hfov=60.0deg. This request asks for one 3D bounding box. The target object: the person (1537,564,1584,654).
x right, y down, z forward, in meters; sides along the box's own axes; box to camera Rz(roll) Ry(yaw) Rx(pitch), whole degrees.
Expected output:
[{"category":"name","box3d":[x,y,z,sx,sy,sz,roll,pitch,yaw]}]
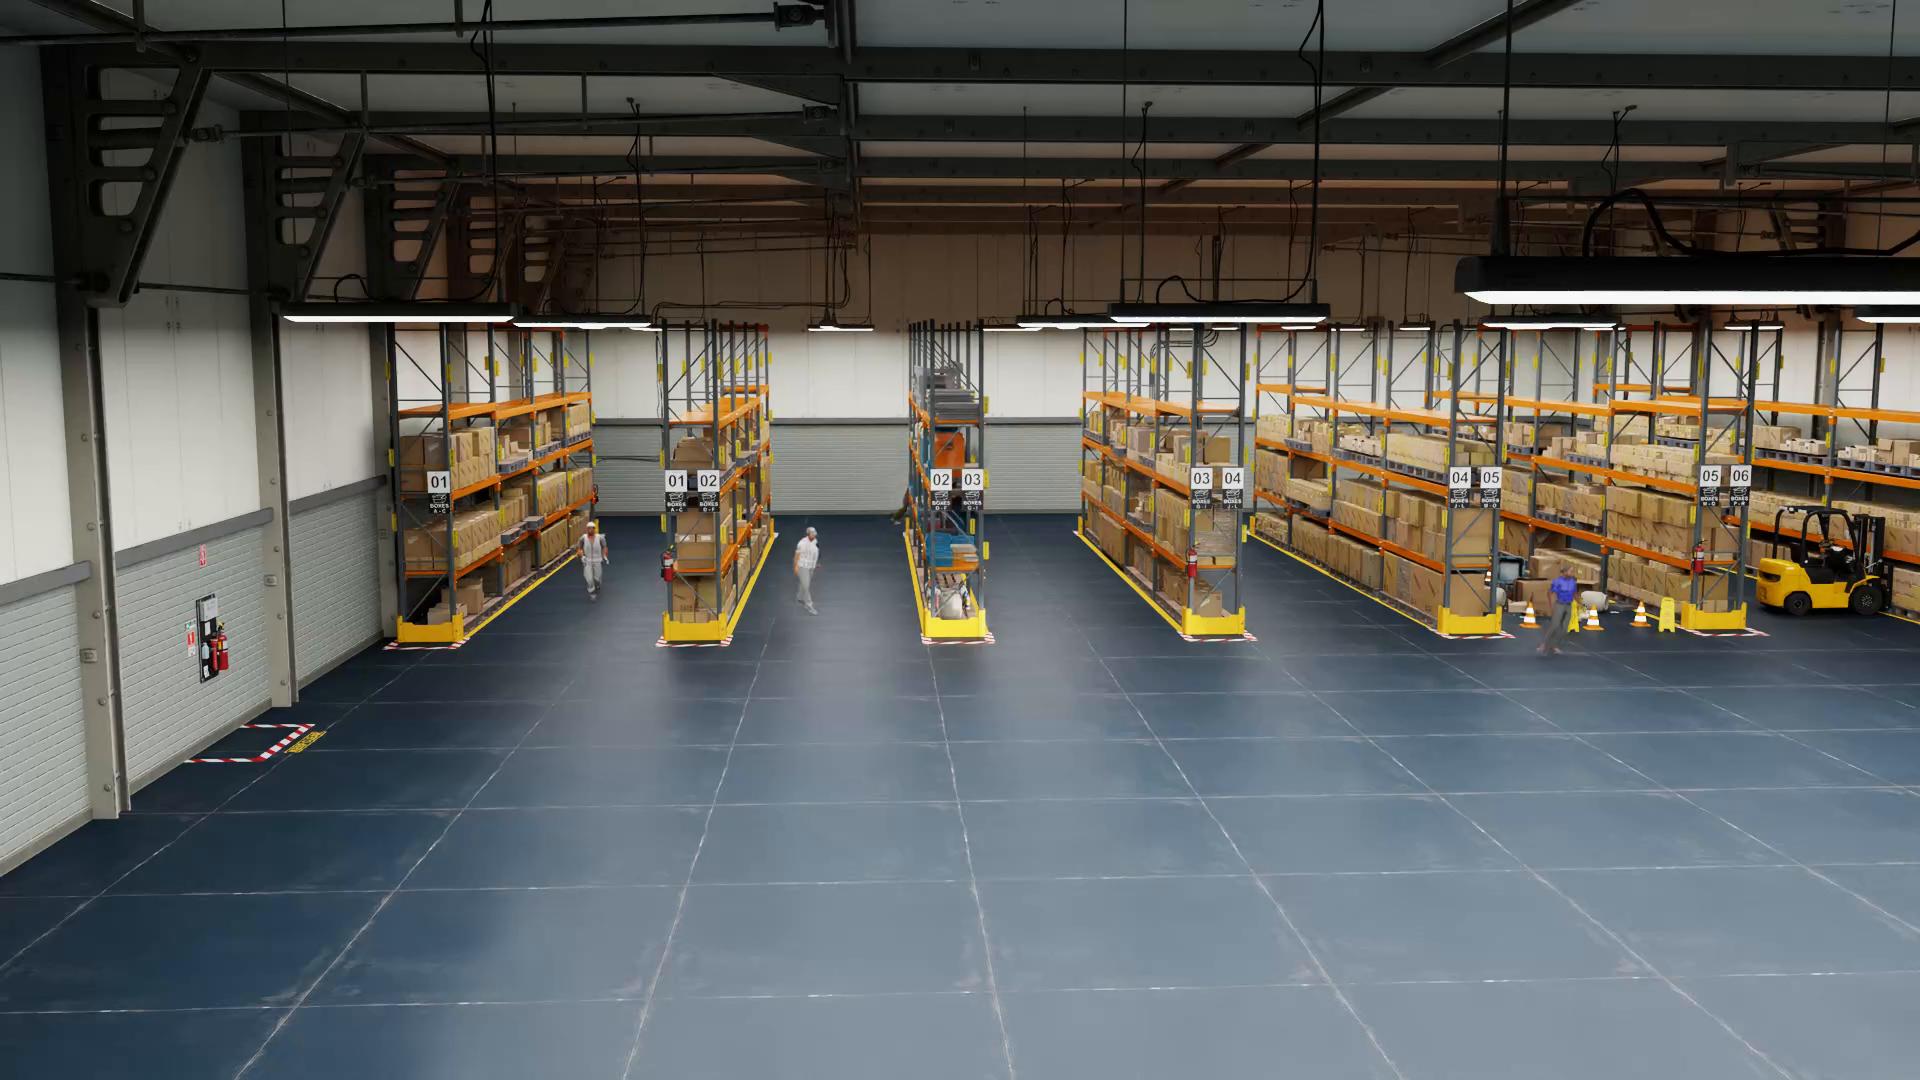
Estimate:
[{"category":"person","box3d":[10.761,1.255,29.791,0.704,1.655,0.594,-3,8,-22]}]

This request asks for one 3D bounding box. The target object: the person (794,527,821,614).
[{"category":"person","box3d":[-3.063,0.592,32.980,0.709,1.735,0.582,4,8,31]}]

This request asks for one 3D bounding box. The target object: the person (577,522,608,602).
[{"category":"person","box3d":[-7.881,0.465,35.688,0.659,1.729,0.644,-1,7,-10]}]

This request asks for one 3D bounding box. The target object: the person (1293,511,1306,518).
[{"category":"person","box3d":[10.020,-1.237,49.273,0.856,1.825,0.681,-2,7,-14]}]

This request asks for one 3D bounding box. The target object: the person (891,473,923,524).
[{"category":"person","box3d":[-1.540,-1.224,49.698,1.066,1.744,0.760,1,7,7]}]
